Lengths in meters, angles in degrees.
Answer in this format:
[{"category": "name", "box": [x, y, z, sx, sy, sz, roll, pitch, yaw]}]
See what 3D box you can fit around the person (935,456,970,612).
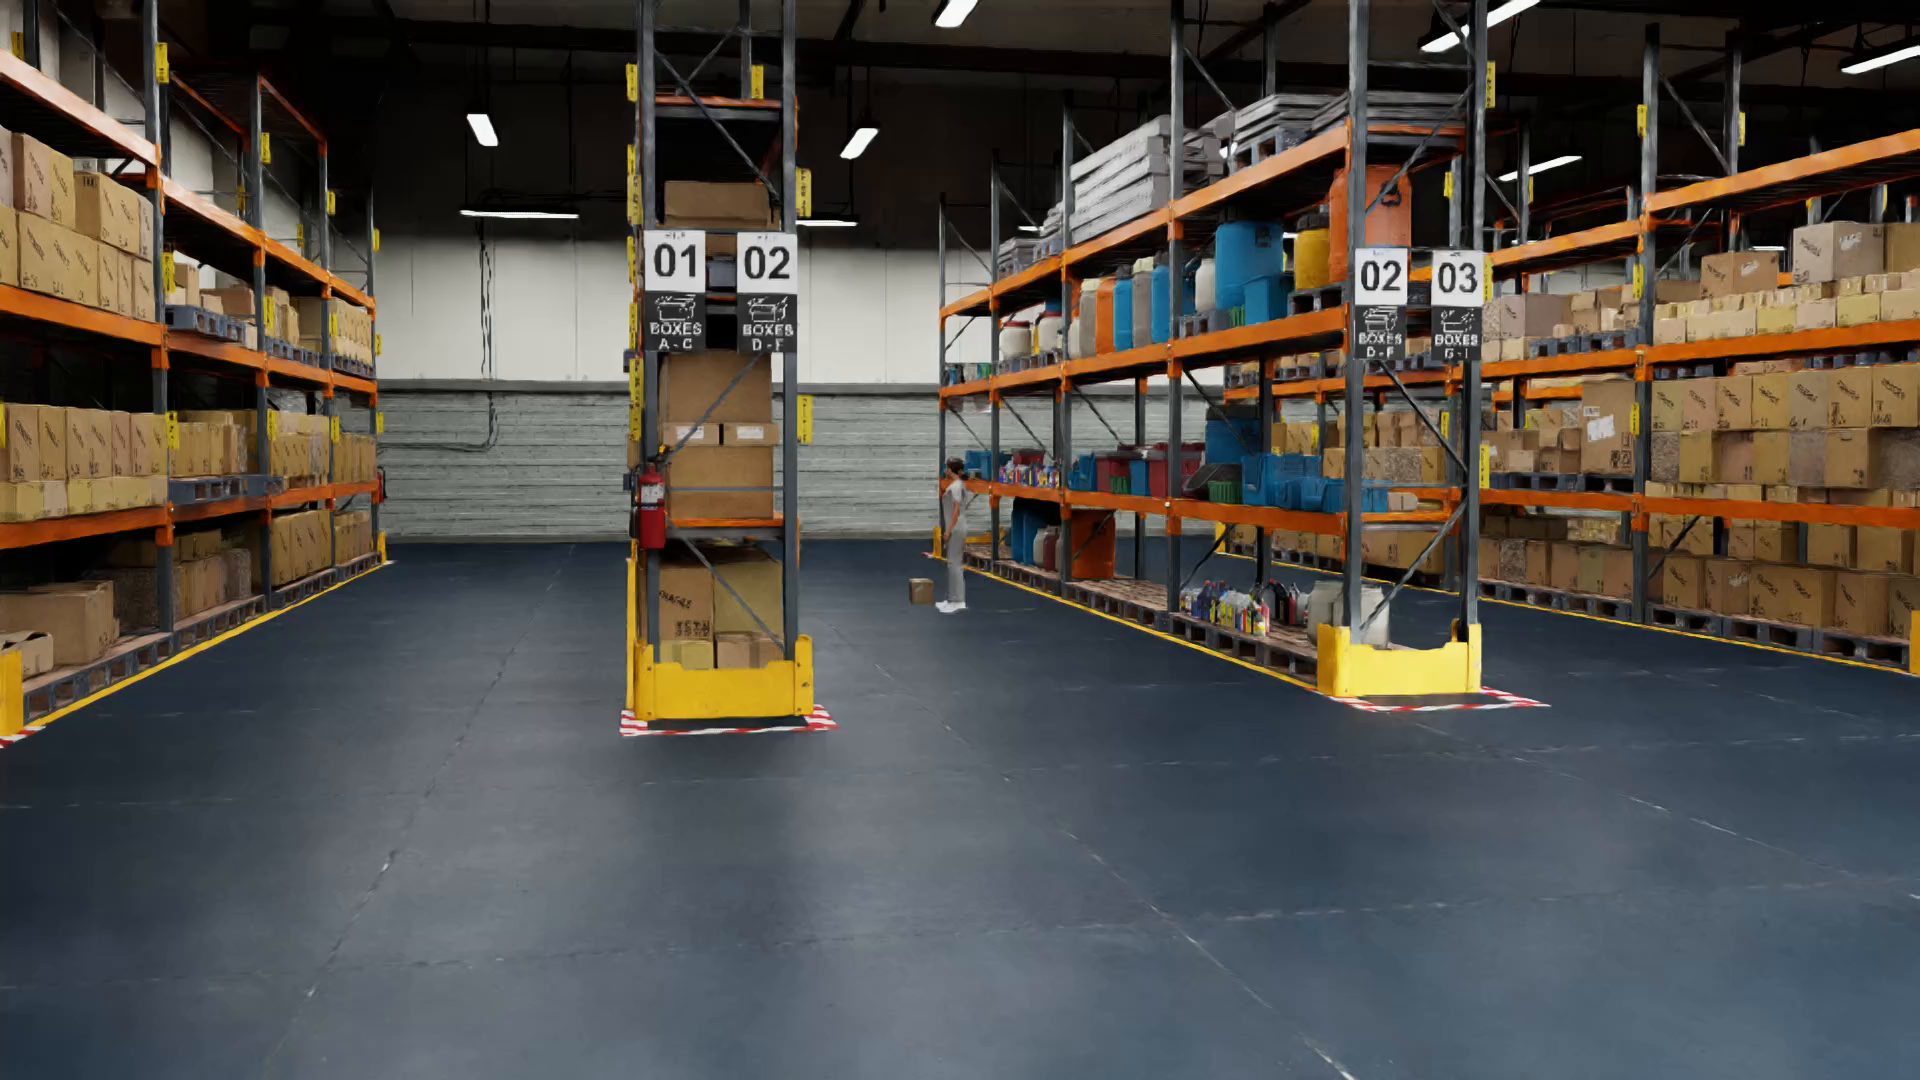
[{"category": "person", "box": [-0.081, -0.067, 18.306, 0.394, 1.718, 0.490, 0, 3, 5]}]
